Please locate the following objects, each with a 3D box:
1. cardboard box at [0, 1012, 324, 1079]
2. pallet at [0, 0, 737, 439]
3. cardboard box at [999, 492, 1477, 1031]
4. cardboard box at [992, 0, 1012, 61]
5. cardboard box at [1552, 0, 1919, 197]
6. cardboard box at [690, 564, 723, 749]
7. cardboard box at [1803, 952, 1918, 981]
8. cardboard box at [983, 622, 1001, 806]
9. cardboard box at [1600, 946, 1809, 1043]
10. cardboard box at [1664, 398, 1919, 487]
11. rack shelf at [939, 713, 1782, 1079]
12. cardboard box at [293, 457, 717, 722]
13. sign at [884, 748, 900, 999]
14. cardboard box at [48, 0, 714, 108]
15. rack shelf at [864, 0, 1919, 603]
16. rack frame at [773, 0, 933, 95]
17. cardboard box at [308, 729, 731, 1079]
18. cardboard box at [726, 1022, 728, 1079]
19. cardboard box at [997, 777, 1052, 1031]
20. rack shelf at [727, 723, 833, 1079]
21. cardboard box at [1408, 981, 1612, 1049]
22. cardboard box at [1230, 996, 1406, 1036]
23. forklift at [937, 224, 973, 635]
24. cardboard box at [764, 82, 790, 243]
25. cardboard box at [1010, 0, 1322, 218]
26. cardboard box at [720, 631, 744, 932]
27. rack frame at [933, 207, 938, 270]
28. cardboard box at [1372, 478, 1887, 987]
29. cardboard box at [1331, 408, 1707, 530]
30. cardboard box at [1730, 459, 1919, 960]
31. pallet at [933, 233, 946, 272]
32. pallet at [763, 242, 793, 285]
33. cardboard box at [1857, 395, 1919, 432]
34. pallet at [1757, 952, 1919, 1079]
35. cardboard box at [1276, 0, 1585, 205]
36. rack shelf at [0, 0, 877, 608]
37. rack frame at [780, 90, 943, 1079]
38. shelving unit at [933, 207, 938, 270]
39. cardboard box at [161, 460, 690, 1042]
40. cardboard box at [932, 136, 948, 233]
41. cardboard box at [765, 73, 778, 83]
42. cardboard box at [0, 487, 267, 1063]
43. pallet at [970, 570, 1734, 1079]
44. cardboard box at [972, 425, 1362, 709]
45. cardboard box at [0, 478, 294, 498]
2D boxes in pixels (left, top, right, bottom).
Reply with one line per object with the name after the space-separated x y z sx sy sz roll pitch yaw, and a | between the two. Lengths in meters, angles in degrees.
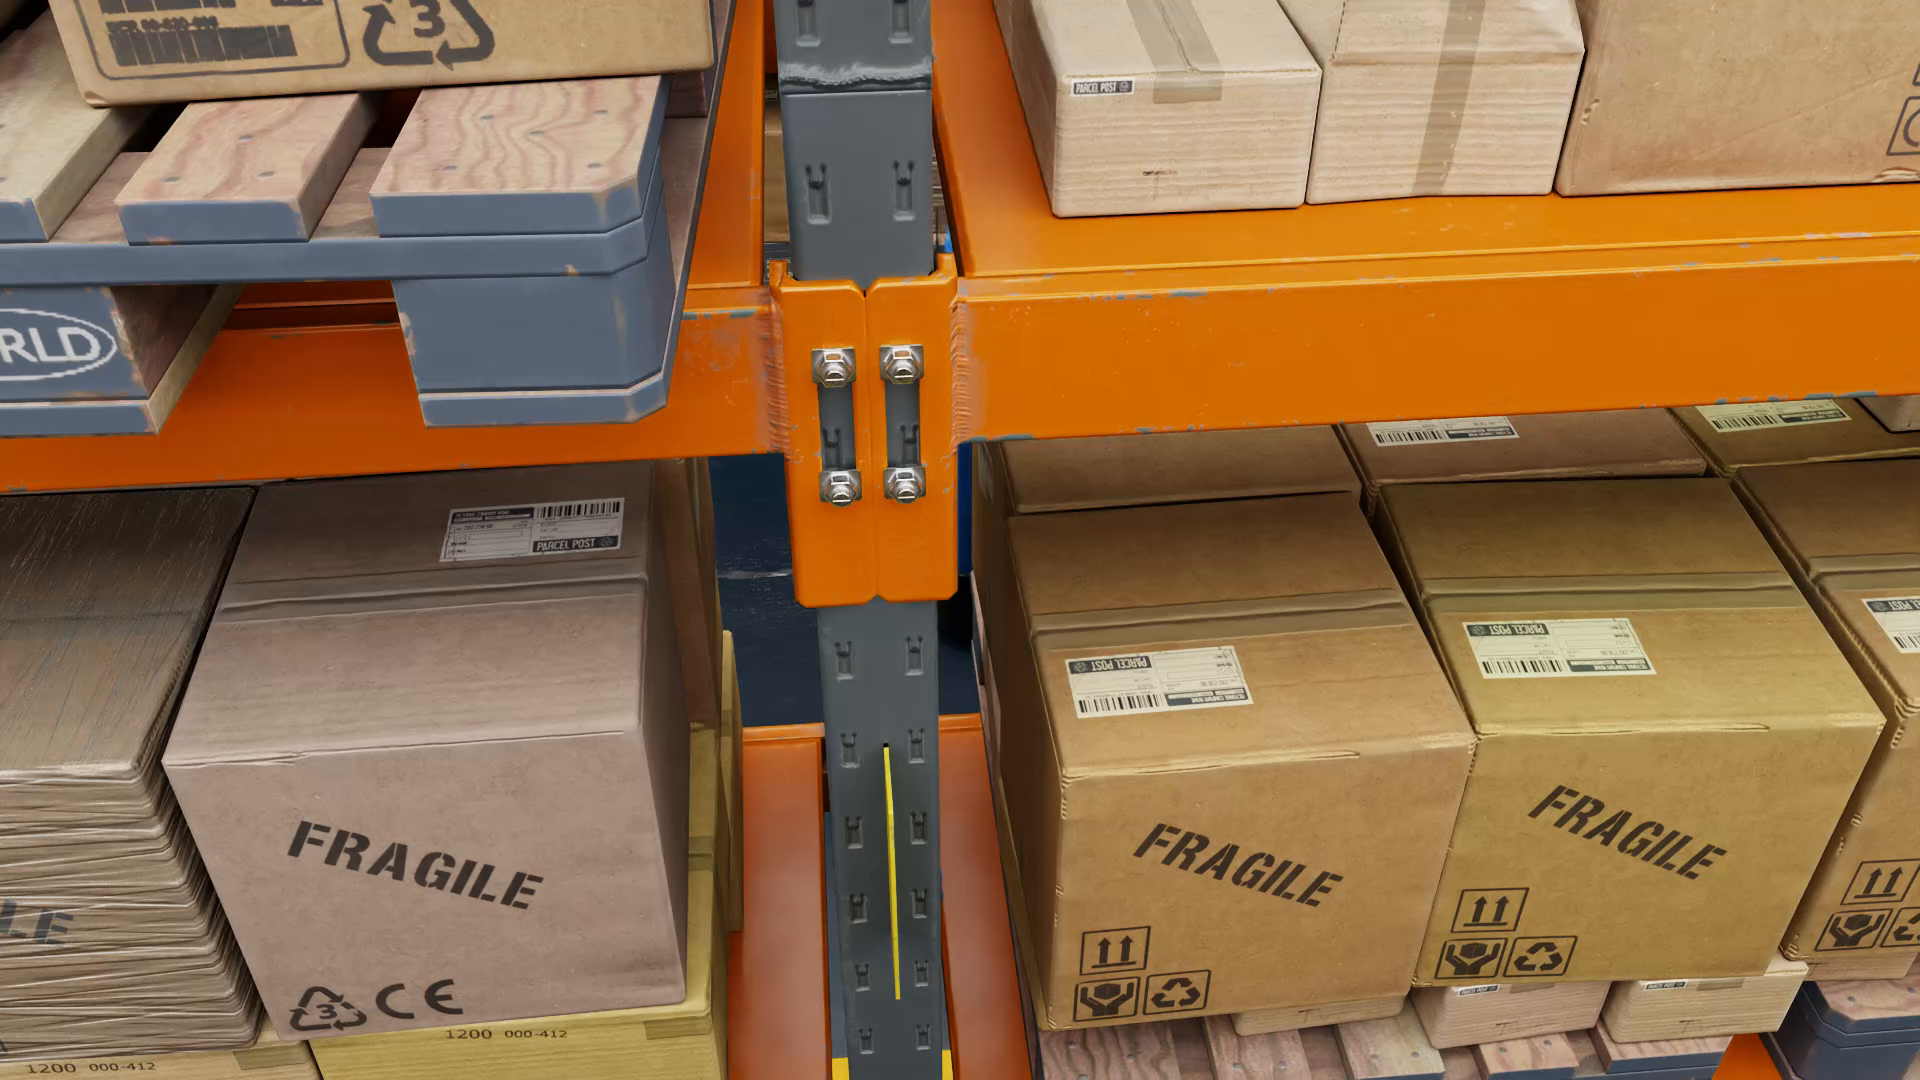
-1.100 0.575 2.317 0.500 0.250 0.500 -4 38 -5 | cardboard box
-0.767 -0.537 1.740 1.003 0.211 1.213 -1 38 -2 | pallet
0.339 0.296 2.294 0.500 0.500 0.500 -4 38 -5 | cardboard box
0.165 -0.727 2.031 0.250 0.149 0.380 -3 38 -4 | cardboard box
0.815 -0.764 1.795 0.500 0.500 0.700 -3 38 -4 | cardboard box
-0.657 0.237 2.746 0.500 0.250 0.500 -3 38 -4 | cardboard box
1.280 0.484 2.579 0.250 0.149 0.380 -1 38 -1 | cardboard box
0.176 0.269 2.851 0.250 0.149 0.380 -2 38 -2 | cardboard box
1.047 0.546 2.501 0.250 0.149 0.380 -3 38 -4 | cardboard box
1.315 -0.082 2.773 0.500 0.500 0.500 -6 39 -7 | cardboard box
1.862 0.671 3.058 4.000 0.370 1.077 -3 38 -4 | rack shelf
-0.643 -0.057 2.513 0.500 0.500 0.500 -4 38 -5 | cardboard box
-0.078 0.386 1.904 0.005 0.325 0.100 -3 38 -4 | sign
-0.492 -0.771 1.461 0.637 0.503 0.797 -5 39 -7 | cardboard box
1.862 -0.506 2.129 4.000 0.370 1.077 -3 38 -4 | rack shelf
-0.130 -1.857 0.838 0.127 3.000 1.000 -3 38 -4 | rack frame
-0.590 0.545 2.356 0.500 0.250 0.500 -3 38 -4 | cardboard box
-0.611 0.745 2.505 0.500 0.250 0.500 -4 38 -6 | cardboard box
0.210 0.529 2.521 0.250 0.149 0.380 -5 39 -7 | cardboard box
-2.122 0.891 2.780 4.000 0.370 1.077 -3 38 -4 | rack shelf
0.771 0.548 2.498 0.250 0.149 0.380 -6 39 -7 | cardboard box
0.495 0.534 2.515 0.250 0.149 0.380 -5 39 -7 | cardboard box
1.439 -1.074 4.745 3.031 2.935 1.130 2 38 2 | forklift
-0.976 -1.592 7.024 0.500 0.500 0.500 -2 38 -3 | cardboard box
0.199 -0.493 1.734 0.250 0.149 0.380 -3 38 -4 | cardboard box
-0.640 0.429 2.906 0.500 0.250 0.500 -4 38 -5 | cardboard box
-0.077 -0.478 5.388 0.006 1.200 0.240 2 38 2 | rack frame
0.857 0.263 2.335 0.500 0.500 0.500 -1 38 -2 | cardboard box
0.812 -0.054 2.737 0.500 0.500 0.500 -4 38 -5 | cardboard box
1.385 0.230 2.378 0.500 0.500 0.500 -3 38 -3 | cardboard box
0.250 -1.490 7.468 1.213 0.211 1.003 -3 38 -4 | pallet
-1.320 -1.451 7.419 1.213 0.211 1.003 -3 38 -4 | pallet
1.474 -0.341 2.577 0.250 0.149 0.380 -5 39 -6 | cardboard box
1.838 0.440 2.926 1.213 0.211 1.003 -3 38 -4 | pallet
0.453 -0.553 1.716 0.258 0.266 0.396 -3 38 -4 | cardboard box
-2.122 -0.287 1.851 4.000 0.370 1.077 -3 38 -4 | rack shelf
-0.130 0.499 2.697 0.127 3.000 1.000 -3 38 -4 | rack frame
-0.168 -0.481 5.391 0.189 1.200 0.258 2 38 2 | shelving unit
-0.622 0.257 2.115 0.500 0.500 0.500 -4 38 -5 | cardboard box
0.049 -1.822 7.216 0.625 0.625 0.875 -2 38 -3 | cardboard box
-1.018 -1.897 7.412 0.500 0.500 0.500 -2 38 -2 | cardboard box
-1.132 0.290 2.073 0.500 0.500 0.500 -3 38 -3 | cardboard box
0.570 0.469 2.889 1.003 0.211 1.213 -3 38 -4 | pallet
0.298 -0.019 2.692 0.500 0.500 0.500 -4 38 -5 | cardboard box
-1.136 -0.024 2.471 0.500 0.500 0.500 -3 38 -4 | cardboard box
